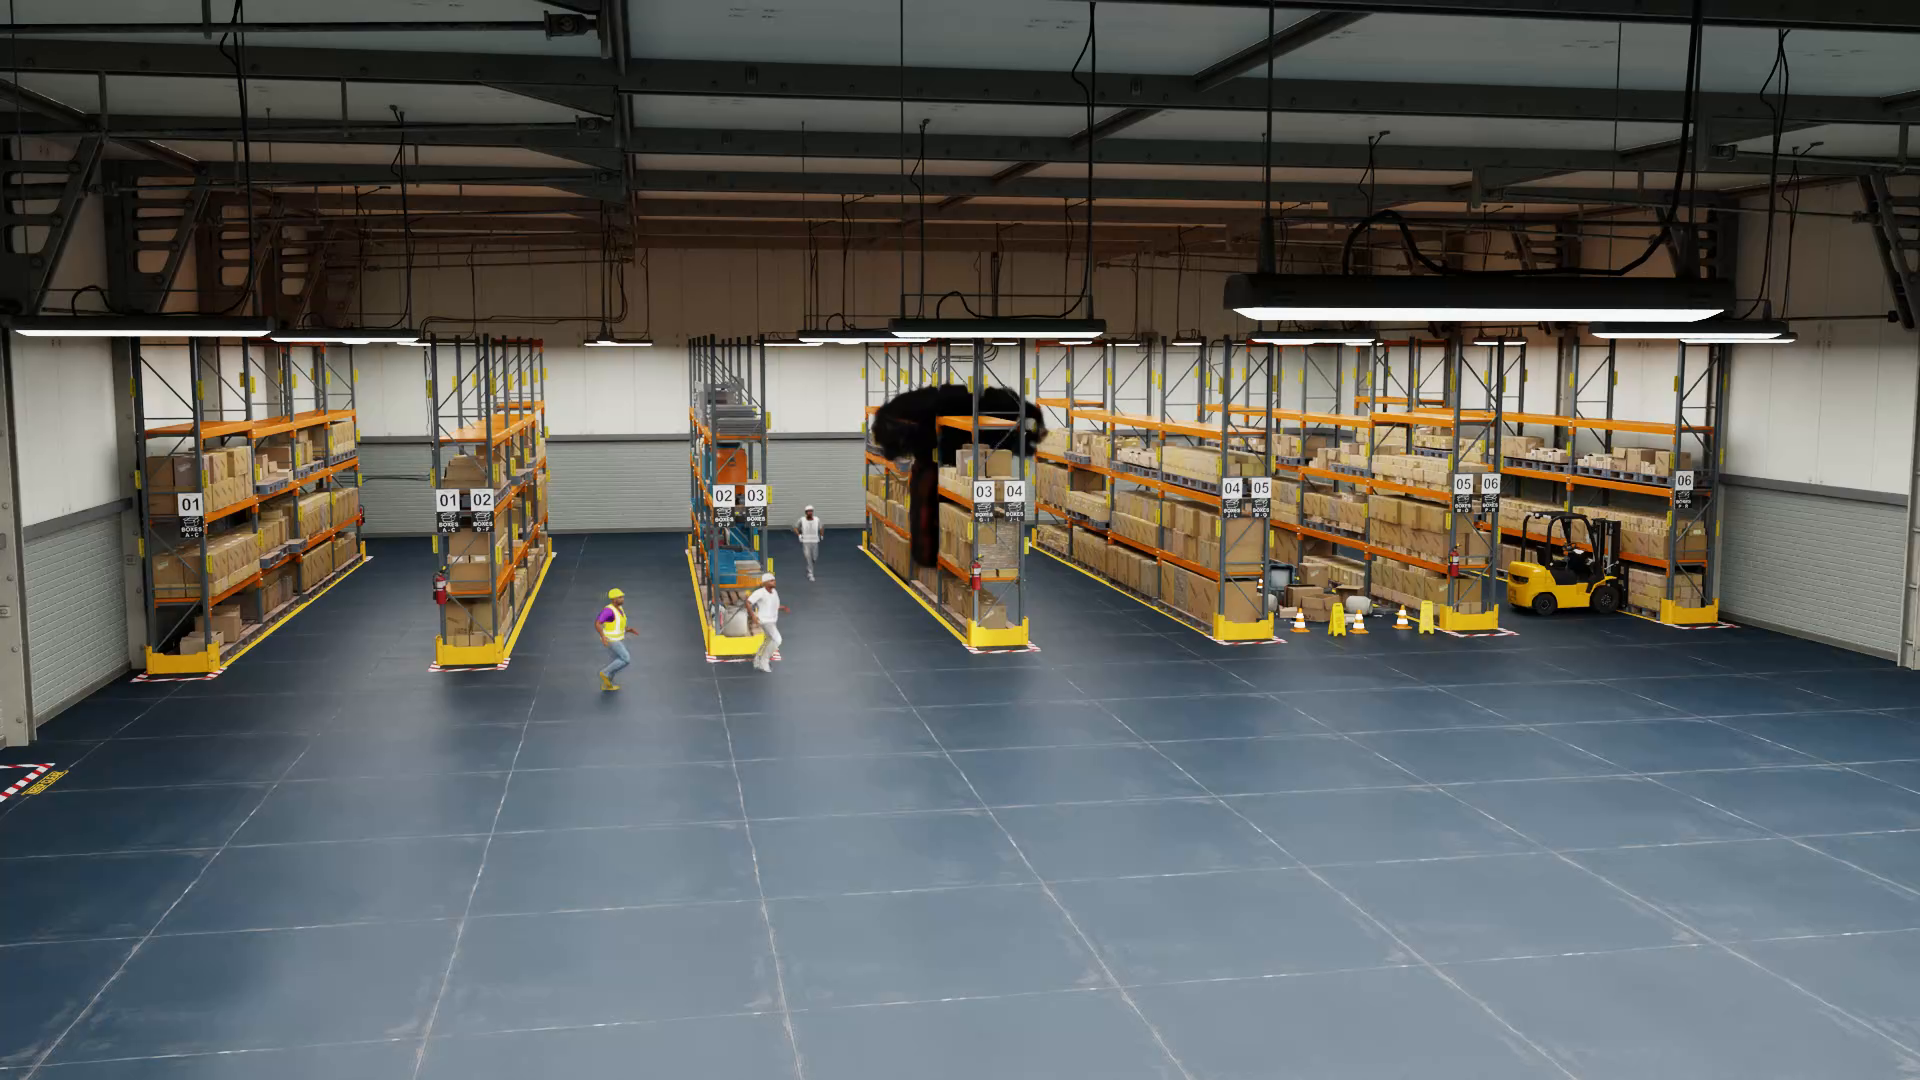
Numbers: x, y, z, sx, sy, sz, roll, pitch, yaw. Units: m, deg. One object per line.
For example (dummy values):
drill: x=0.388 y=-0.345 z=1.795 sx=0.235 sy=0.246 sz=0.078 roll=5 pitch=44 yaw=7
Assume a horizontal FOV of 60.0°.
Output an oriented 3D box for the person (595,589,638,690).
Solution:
person: x=-5.746 y=1.673 z=27.889 sx=0.650 sy=1.713 sz=0.691 roll=1 pitch=7 yaw=8

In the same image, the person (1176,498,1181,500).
person: x=5.853 y=-0.257 z=44.551 sx=0.698 sy=1.747 sz=0.681 roll=-2 pitch=7 yaw=-20

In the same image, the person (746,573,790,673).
person: x=-3.389 y=1.471 z=29.634 sx=0.697 sy=1.777 sz=0.690 roll=2 pitch=7 yaw=19

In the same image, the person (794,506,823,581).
person: x=-3.569 y=0.064 z=39.353 sx=0.681 sy=1.771 sz=0.778 roll=-2 pitch=7 yaw=-16
